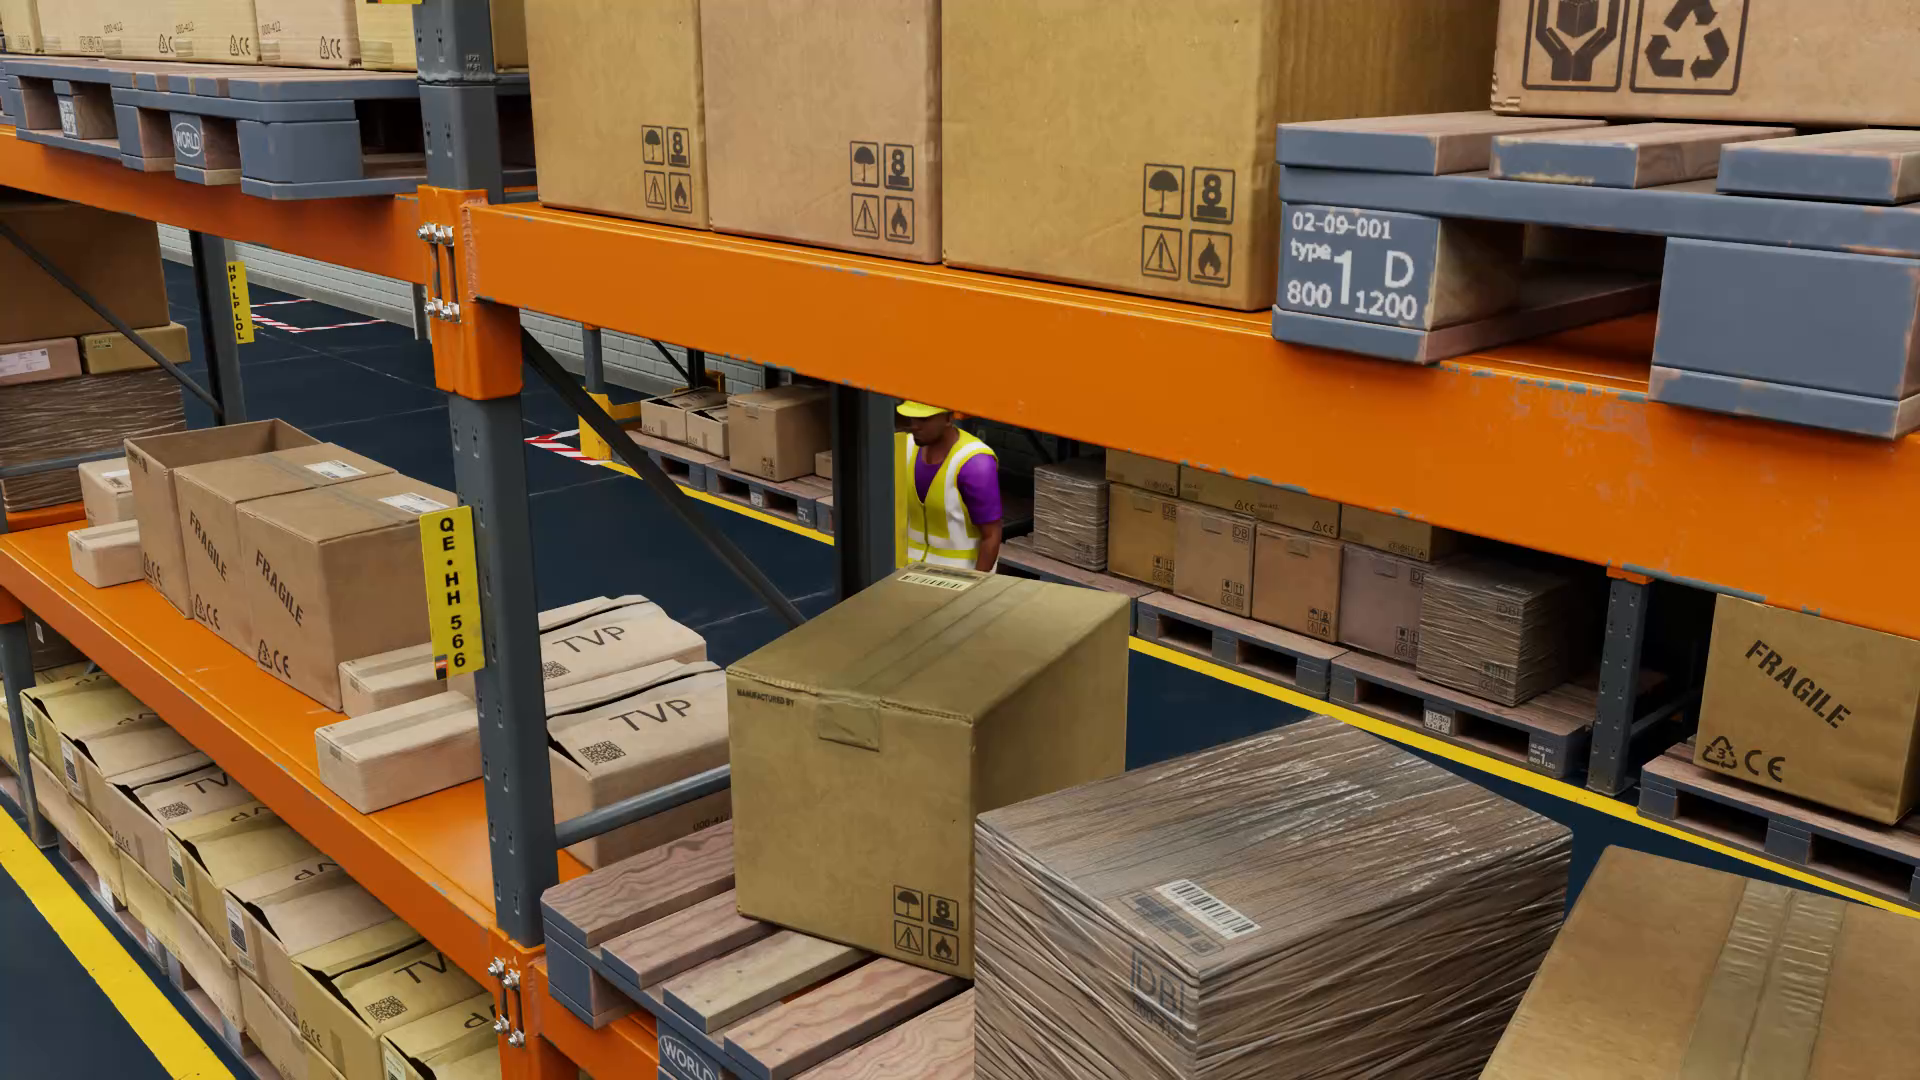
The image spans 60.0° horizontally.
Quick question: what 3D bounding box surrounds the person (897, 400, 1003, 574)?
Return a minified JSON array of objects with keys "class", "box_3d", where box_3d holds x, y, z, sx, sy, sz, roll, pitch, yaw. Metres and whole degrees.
[{"class":"person","box_3d":[-0.090,0.155,7.012,0.601,1.763,0.457,16,24,42]}]
